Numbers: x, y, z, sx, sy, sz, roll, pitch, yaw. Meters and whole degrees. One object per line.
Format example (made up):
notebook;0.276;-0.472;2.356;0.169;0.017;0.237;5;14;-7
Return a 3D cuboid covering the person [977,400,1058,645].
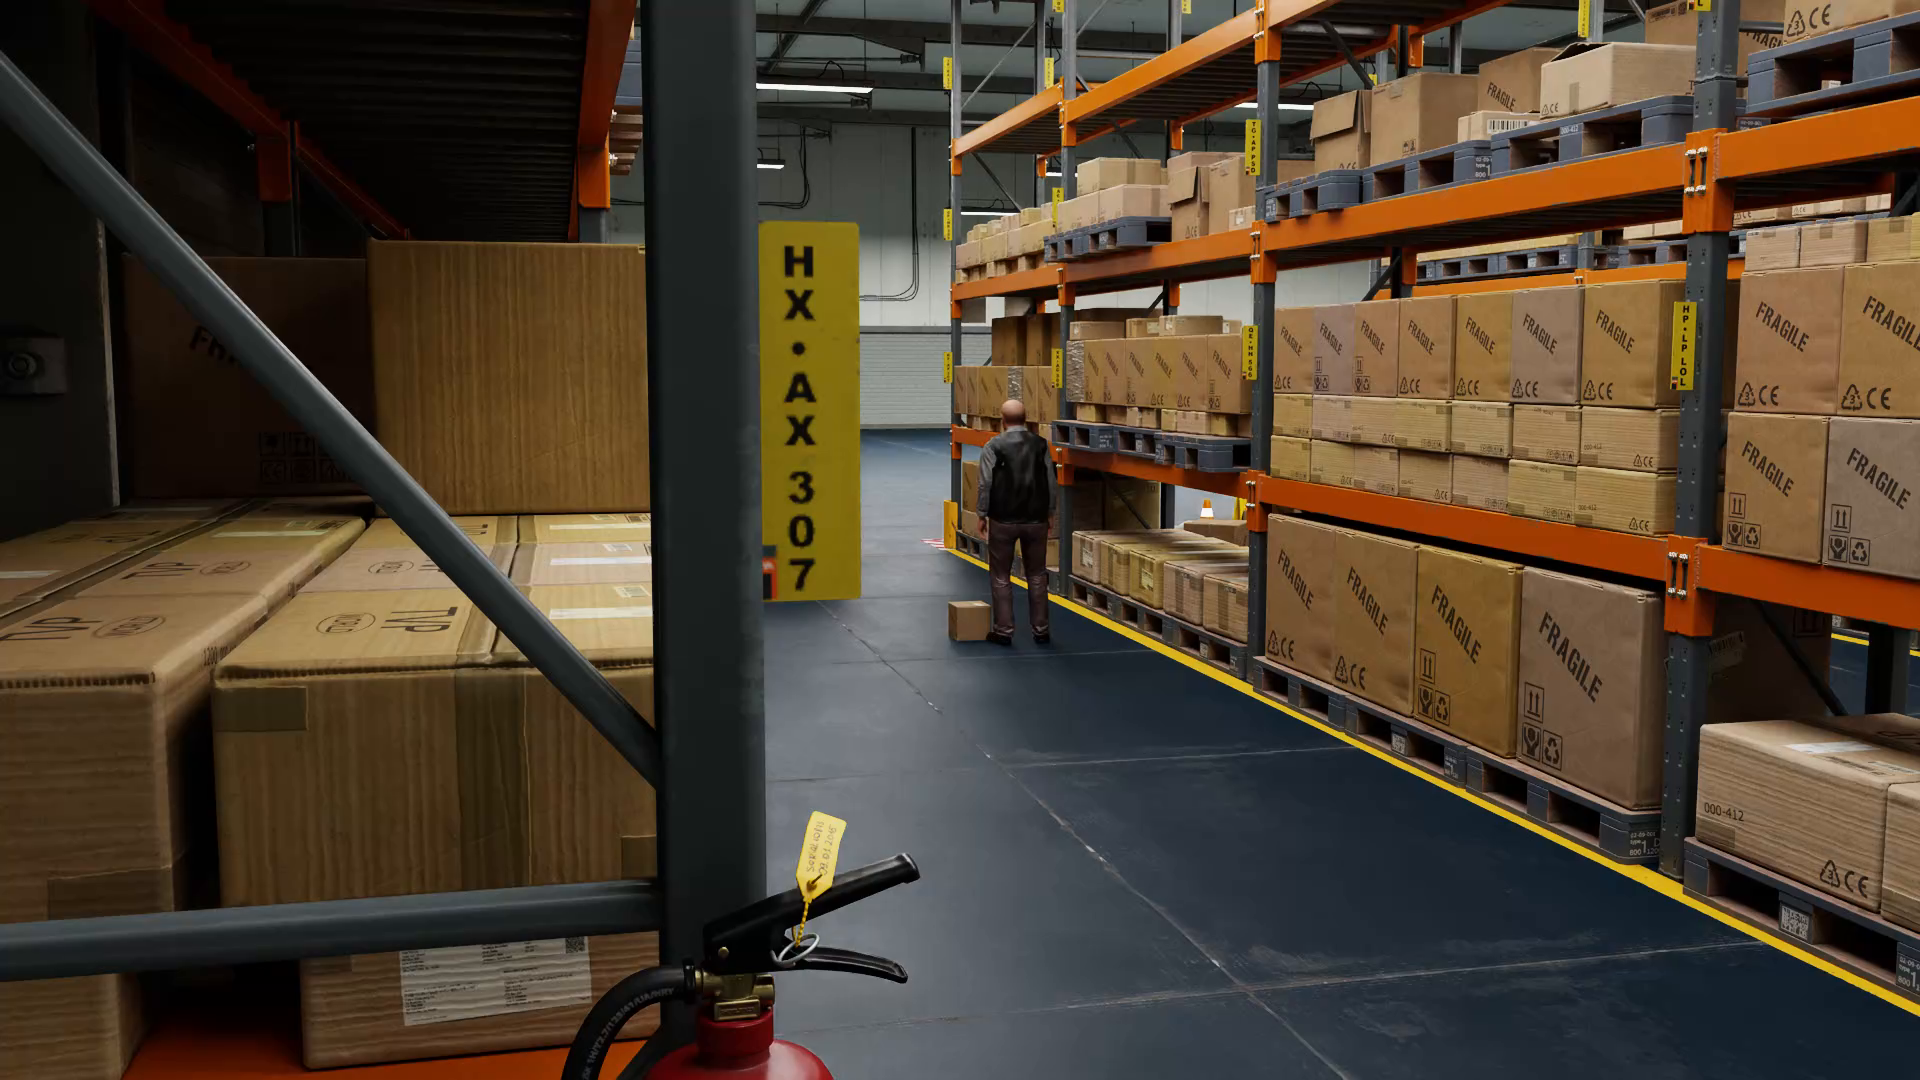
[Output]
person;0.408;-0.126;11.736;0.580;1.721;0.417;-1;6;-13
